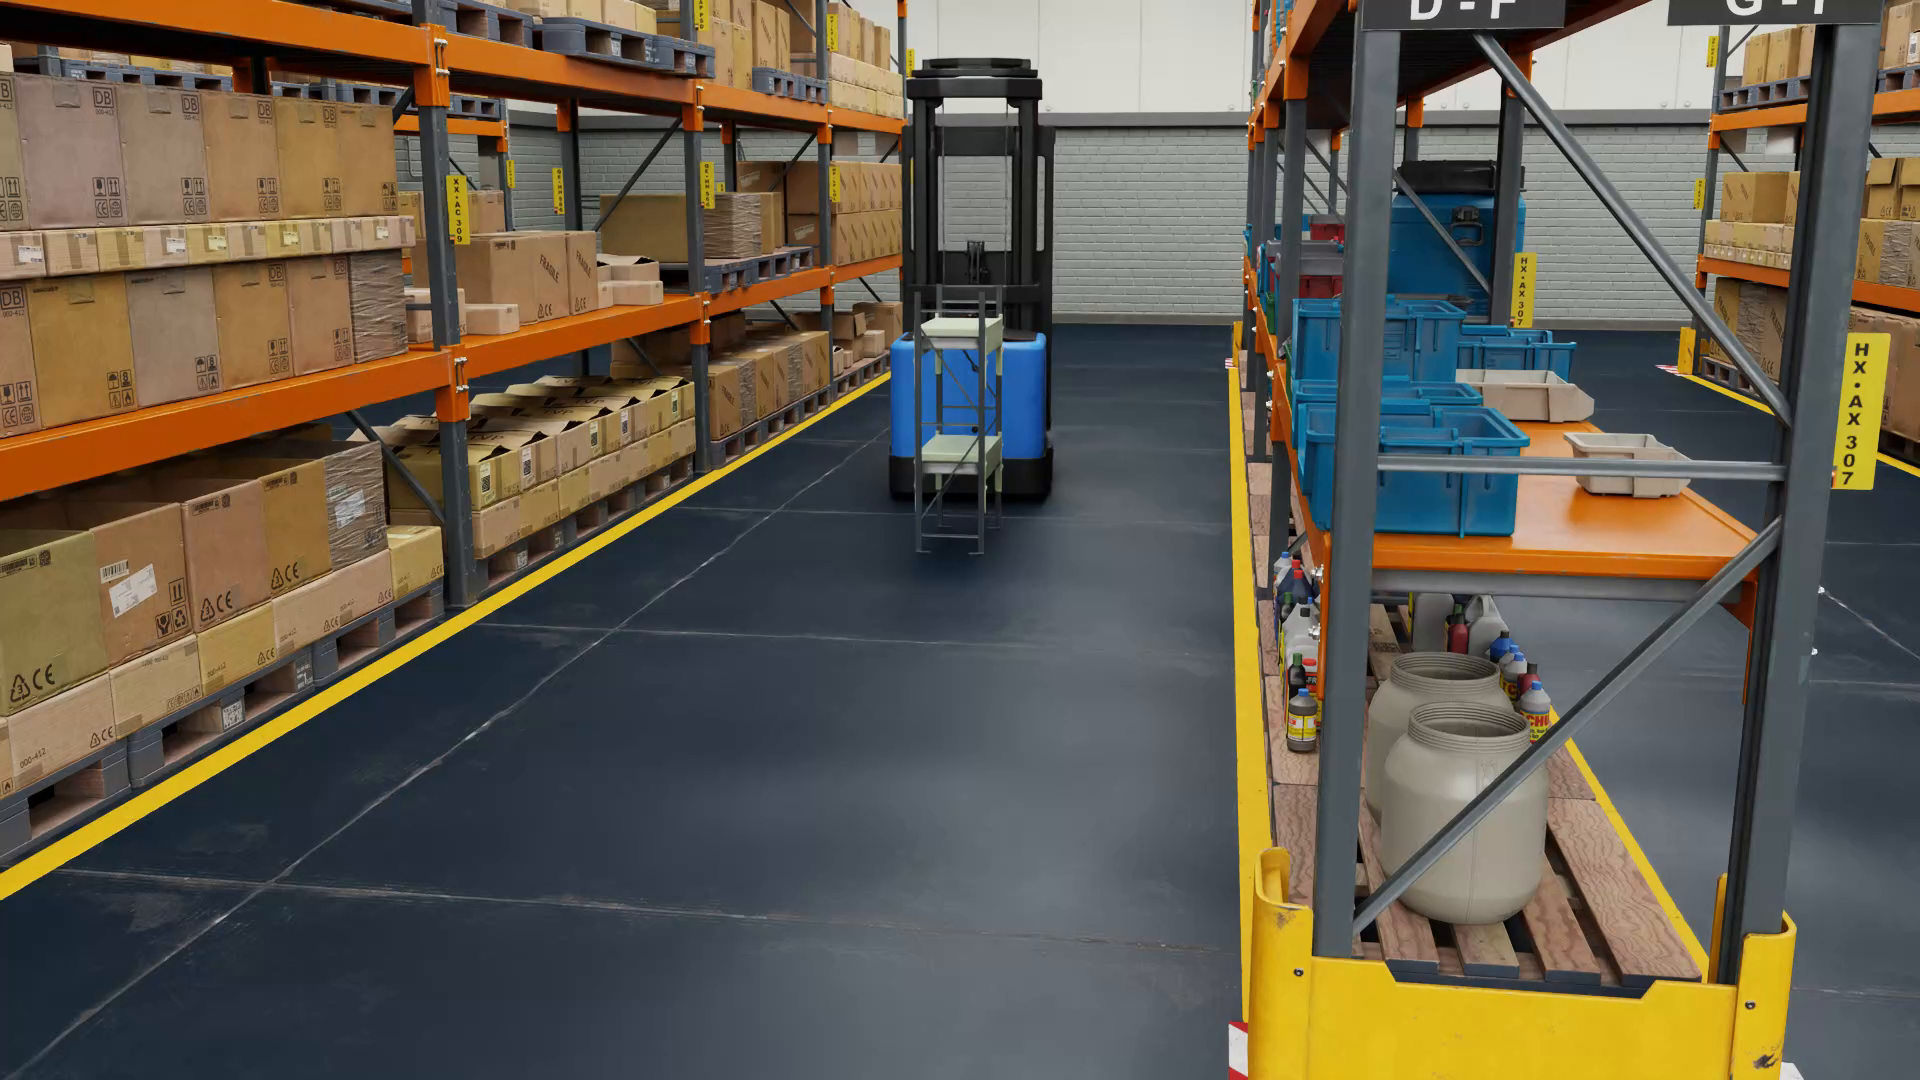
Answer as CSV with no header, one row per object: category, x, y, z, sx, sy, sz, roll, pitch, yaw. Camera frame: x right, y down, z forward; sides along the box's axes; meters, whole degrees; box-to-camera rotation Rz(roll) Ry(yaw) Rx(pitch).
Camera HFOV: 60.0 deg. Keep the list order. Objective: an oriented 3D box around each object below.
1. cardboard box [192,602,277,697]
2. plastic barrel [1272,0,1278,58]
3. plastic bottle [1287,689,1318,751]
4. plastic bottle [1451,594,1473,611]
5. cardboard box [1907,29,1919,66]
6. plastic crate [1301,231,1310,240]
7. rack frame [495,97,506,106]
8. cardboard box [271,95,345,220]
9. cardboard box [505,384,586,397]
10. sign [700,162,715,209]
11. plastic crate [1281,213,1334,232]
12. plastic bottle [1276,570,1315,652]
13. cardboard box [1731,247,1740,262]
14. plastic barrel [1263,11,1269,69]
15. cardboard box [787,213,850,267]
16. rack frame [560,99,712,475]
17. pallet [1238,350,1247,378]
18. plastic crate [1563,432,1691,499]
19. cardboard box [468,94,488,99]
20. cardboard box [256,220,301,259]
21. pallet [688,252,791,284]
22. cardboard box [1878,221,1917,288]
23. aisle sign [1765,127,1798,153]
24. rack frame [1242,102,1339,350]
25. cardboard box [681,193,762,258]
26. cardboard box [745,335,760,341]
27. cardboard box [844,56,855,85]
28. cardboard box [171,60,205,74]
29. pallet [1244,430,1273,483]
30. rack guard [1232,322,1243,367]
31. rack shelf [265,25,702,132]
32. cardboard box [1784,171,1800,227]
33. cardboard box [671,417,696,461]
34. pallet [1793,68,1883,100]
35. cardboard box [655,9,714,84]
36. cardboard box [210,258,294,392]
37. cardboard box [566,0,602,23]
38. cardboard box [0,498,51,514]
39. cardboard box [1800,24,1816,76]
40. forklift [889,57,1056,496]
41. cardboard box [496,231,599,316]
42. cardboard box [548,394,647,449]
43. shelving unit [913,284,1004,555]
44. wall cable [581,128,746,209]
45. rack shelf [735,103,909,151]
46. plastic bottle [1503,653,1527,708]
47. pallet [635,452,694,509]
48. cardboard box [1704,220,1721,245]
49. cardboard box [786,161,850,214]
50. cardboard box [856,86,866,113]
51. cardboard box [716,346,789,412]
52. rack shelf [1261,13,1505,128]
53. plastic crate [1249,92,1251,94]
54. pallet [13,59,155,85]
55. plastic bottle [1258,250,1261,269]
cardboard box,-3.043,0.411,6.495,0.500,0.250,0.500,2,12,9
plastic barrel,2.105,-3.191,9.541,0.600,0.830,0.708,2,12,9
plastic bottle,1.165,0.607,5.656,0.097,0.201,0.097,0,12,0
plastic bottle,2.087,0.281,6.813,0.144,0.351,0.185,1,12,6
cardboard box,7.798,-3.890,13.017,0.500,0.311,0.500,1,12,7
plastic crate,3.578,-2.931,16.612,0.437,0.282,0.530,2,12,9
rack frame,-6.013,-6.734,19.880,1.000,3.000,0.127,2,12,9
cardboard box,-3.101,-1.629,7.115,0.700,0.500,0.500,2,12,9
cardboard box,-2.791,-0.902,11.259,0.500,0.311,0.500,2,12,7
sign,-1.799,-2.525,11.841,0.100,0.325,0.005,2,12,9
plastic crate,3.910,-3.451,18.661,0.616,0.435,0.499,2,12,9
plastic bottle,1.368,0.291,6.764,0.144,0.351,0.185,1,12,6
cardboard box,8.134,-2.920,17.018,0.380,0.149,0.250,2,12,8
plastic barrel,2.833,-4.284,14.313,0.433,0.535,0.433,0,12,0
cardboard box,-1.385,-2.955,16.348,0.500,0.500,0.500,2,12,10
rack frame,-2.348,-1.976,12.043,1.000,3.000,0.127,2,12,9
pallet,3.611,-1.947,18.525,1.003,0.211,1.213,2,12,9
plastic crate,1.771,-0.197,4.411,0.298,0.136,0.250,2,12,9
cardboard box,-5.863,-5.287,19.410,0.500,0.250,0.500,2,12,10
cardboard box,-2.951,-1.234,6.823,0.380,0.149,0.250,2,12,8
pallet,-2.053,-2.287,13.943,1.003,0.211,1.213,2,12,9
cardboard box,7.584,-2.240,13.028,0.500,0.500,0.500,2,12,7
aisle sign,8.978,-4.596,18.028,0.394,0.787,0.004,2,12,9
rack frame,3.777,-3.480,19.022,1.000,3.000,0.127,2,12,9
cardboard box,-2.033,-2.549,13.468,0.700,0.500,0.500,4,13,19
cardboard box,-2.119,-1.598,15.176,0.500,0.500,0.500,2,12,9
cardboard box,-1.337,-4.644,16.470,0.500,0.250,0.500,2,12,9
cardboard box,-7.034,-4.299,14.420,0.700,0.500,0.500,2,12,9
pallet,2.626,-0.617,12.357,1.003,0.211,1.213,2,12,9
rack guard,3.767,-2.264,19.311,1.175,0.500,0.348,2,12,9
rack shelf,-2.655,-2.675,9.871,1.077,0.370,4.000,2,12,9
cardboard box,7.943,-3.134,15.287,0.500,0.500,0.500,2,12,9
cardboard box,-2.187,-0.720,11.744,0.500,0.250,0.500,2,12,10
pallet,8.192,-4.080,14.896,1.003,0.211,1.213,2,12,9
cardboard box,-2.314,-3.583,12.143,0.910,0.500,0.500,2,12,9
cardboard box,-3.181,-0.886,6.745,0.700,0.500,0.500,2,12,9
cardboard box,-2.524,-3.250,10.192,0.500,0.250,0.500,2,12,8
cardboard box,-3.650,0.131,6.013,0.500,0.500,0.500,2,12,9
cardboard box,8.204,-4.533,15.316,0.700,0.500,0.500,3,12,12
forklift,0.144,-1.991,12.277,1.130,2.935,3.031,1,12,4
cardboard box,-2.590,-1.675,10.410,0.500,0.500,0.500,1,12,6
cardboard box,-2.339,-0.781,10.697,0.500,0.311,0.500,2,12,8
shelving unit,-0.001,-0.732,9.829,0.431,1.500,0.755,2,12,9
wall cable,-4.790,-6.382,25.616,3.097,2.526,0.112,2,12,9
rack shelf,-1.425,-4.340,17.599,1.077,0.370,4.000,2,12,9
plastic bottle,1.955,0.530,5.844,0.097,0.271,0.097,0,12,0
pallet,-2.513,-0.443,11.548,1.003,0.211,1.213,2,12,9
cardboard box,8.330,-3.301,17.839,0.500,0.250,0.500,2,12,7
cardboard box,-1.382,-3.436,16.204,0.500,0.500,0.500,2,12,10
cardboard box,-1.254,-4.503,17.004,0.500,0.250,0.500,2,12,9
cardboard box,-1.763,-1.377,14.152,0.500,0.500,0.500,1,12,7
rack shelf,2.239,-2.513,9.123,1.077,0.370,4.000,2,12,9
plastic crate,3.442,-4.812,18.390,0.497,0.269,0.590,2,12,9
pallet,-7.196,-3.646,13.118,1.213,0.211,1.003,2,12,11
plastic bottle,2.571,-2.310,13.888,0.152,0.276,0.135,2,12,9
